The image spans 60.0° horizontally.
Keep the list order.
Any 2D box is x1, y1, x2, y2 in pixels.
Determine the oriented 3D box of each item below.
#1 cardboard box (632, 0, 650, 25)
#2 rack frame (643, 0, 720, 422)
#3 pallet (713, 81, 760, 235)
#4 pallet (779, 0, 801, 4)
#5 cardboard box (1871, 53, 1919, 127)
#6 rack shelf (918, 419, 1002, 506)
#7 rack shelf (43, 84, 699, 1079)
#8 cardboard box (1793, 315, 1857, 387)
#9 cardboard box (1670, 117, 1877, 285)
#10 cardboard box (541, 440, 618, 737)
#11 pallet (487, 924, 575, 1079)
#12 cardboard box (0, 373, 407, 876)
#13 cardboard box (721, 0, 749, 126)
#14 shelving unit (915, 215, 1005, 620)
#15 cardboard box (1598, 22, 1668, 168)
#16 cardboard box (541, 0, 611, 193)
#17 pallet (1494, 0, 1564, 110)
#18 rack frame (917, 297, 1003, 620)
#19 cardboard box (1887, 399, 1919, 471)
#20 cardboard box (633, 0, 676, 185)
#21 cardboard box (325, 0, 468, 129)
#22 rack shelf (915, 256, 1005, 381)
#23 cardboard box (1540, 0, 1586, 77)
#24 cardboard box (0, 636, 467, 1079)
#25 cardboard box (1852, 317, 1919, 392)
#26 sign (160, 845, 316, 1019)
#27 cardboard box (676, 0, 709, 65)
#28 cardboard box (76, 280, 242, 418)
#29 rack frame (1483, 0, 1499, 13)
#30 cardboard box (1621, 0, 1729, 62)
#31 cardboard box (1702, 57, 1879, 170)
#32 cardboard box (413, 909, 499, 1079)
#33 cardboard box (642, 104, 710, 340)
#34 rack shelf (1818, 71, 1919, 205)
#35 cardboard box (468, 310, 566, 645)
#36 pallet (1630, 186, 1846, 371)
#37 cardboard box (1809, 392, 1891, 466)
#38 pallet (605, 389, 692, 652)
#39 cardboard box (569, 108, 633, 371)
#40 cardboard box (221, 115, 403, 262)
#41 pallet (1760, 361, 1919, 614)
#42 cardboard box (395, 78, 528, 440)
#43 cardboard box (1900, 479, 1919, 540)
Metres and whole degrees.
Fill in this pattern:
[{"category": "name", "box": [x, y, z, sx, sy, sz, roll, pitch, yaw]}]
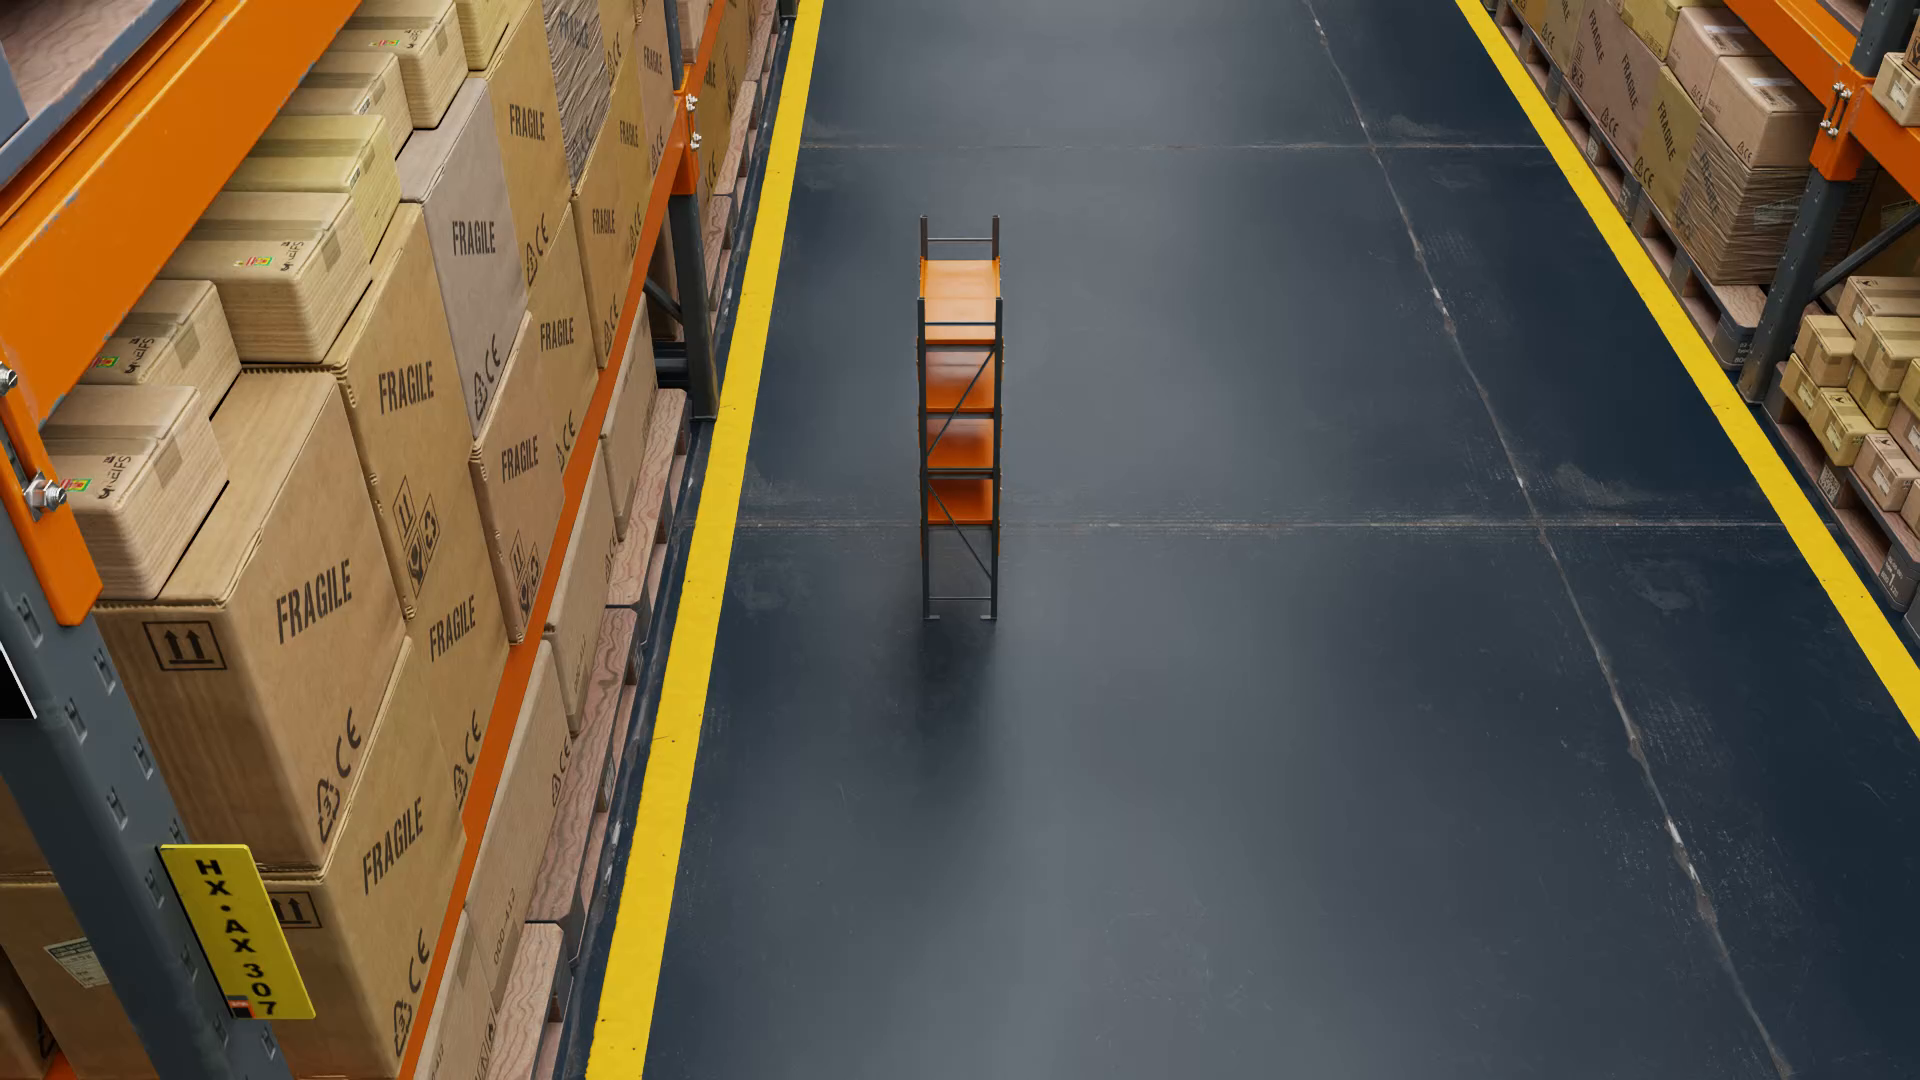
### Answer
[{"category": "cardboard box", "box": [-1.147, -1.794, 4.710, 0.500, 0.500, 0.500, 0, 39, 0]}, {"category": "rack frame", "box": [-1.424, -1.659, 5.422, 1.000, 3.000, 0.127, 0, 39, 0]}, {"category": "pallet", "box": [-1.505, -1.818, 7.850, 1.003, 0.211, 1.213, 0, 39, 0]}, {"category": "pallet", "box": [-1.428, -3.561, 10.025, 1.003, 0.211, 1.213, 0, 39, 0]}, {"category": "cardboard box", "box": [3.199, -1.451, 5.362, 0.380, 0.149, 0.250, 1, 39, 2]}, {"category": "rack shelf", "box": [0.000, -0.312, 5.288, 0.258, 0.148, 0.480, 0, 39, 0]}, {"category": "rack shelf", "box": [-1.422, -0.128, 4.086, 1.077, 0.370, 4.000, 0, 39, 0]}, {"category": "cardboard box", "box": [3.206, -0.667, 5.889, 0.380, 0.149, 0.250, 2, 39, 2]}, {"category": "cardboard box", "box": [3.273, -1.377, 6.733, 0.500, 0.500, 0.500, -1, 39, -1]}, {"category": "cardboard box", "box": [-1.529, 0.129, 4.903, 0.875, 0.438, 0.875, -1, 39, -1]}, {"category": "pallet", "box": [-1.499, 1.430, 3.796, 1.003, 0.211, 1.213, 0, 39, 0]}, {"category": "cardboard box", "box": [-1.135, 0.113, 2.331, 0.500, 0.500, 0.500, -1, 39, -1]}, {"category": "cardboard box", "box": [-1.514, -2.506, 7.841, 0.875, 0.875, 0.875, 0, 39, 1]}, {"category": "shelving unit", "box": [0.000, -0.365, 5.246, 0.258, 1.200, 0.503, 0, 39, 0]}, {"category": "cardboard box", "box": [3.277, -2.019, 7.533, 0.500, 0.500, 0.500, -1, 39, -1]}, {"category": "cardboard box", "box": [-1.145, -1.158, 3.917, 0.500, 0.500, 0.500, 0, 39, 1]}, {"category": "pallet", "box": [3.521, -2.651, 8.889, 1.003, 0.211, 1.213, 0, 39, 0]}, {"category": "rack frame", "box": [0.000, -0.212, 5.055, 0.240, 1.200, 0.015, 0, 39, 0]}, {"category": "cardboard box", "box": [3.333, -0.356, 5.502, 0.380, 0.149, 0.250, 0, 39, 0]}, {"category": "cardboard box", "box": [-1.168, -1.408, 5.029, 0.500, 0.500, 0.500, 0, 39, 0]}, {"category": "cardboard box", "box": [-1.130, -0.874, 3.043, 0.380, 0.149, 0.250, 0, 39, 0]}, {"category": "rack shelf", "box": [0.000, -0.671, 5.000, 0.258, 0.148, 0.480, 0, 39, 0]}, {"category": "cardboard box", "box": [3.271, -2.659, 8.332, 0.500, 0.500, 0.500, 0, 39, 0]}, {"category": "cardboard box", "box": [-1.133, 0.503, 2.644, 0.500, 0.500, 0.500, 0, 39, 0]}, {"category": "cardboard box", "box": [3.260, -0.622, 5.595, 0.380, 0.149, 0.250, 2, 39, 2]}, {"category": "sign", "box": [-0.865, 0.477, 2.001, 0.100, 0.325, 0.005, 0, 39, 0]}, {"category": "cardboard box", "box": [-1.161, -1.876, 5.812, 0.500, 0.250, 0.500, -1, 39, -1]}, {"category": "cardboard box", "box": [-1.215, -0.226, 2.235, 0.380, 0.149, 0.250, 1, 39, 1]}, {"category": "rack frame", "box": [3.521, -4.227, 8.627, 1.000, 3.000, 0.127, 0, 39, 0]}, {"category": "cardboard box", "box": [3.270, -2.325, 7.316, 0.500, 0.250, 0.500, -2, 39, -2]}, {"category": "cardboard box", "box": [3.272, -1.673, 6.502, 0.500, 0.250, 0.500, -1, 39, -1]}, {"category": "cardboard box", "box": [-1.520, 1.265, 3.485, 0.875, 0.438, 0.875, -1, 39, -2]}, {"category": "cardboard box", "box": [-1.505, -1.382, 6.439, 0.875, 0.875, 0.875, 1, 39, 1]}, {"category": "rack shelf", "box": [3.528, -0.195, 4.169, 1.077, 0.370, 4.000, 0, 39, 0]}, {"category": "cardboard box", "box": [-1.144, -0.132, 3.436, 0.500, 0.500, 0.500, 0, 39, 0]}, {"category": "pallet", "box": [3.523, -1.125, 6.985, 1.003, 0.211, 1.213, 0, 39, 0]}, {"category": "cardboard box", "box": [3.205, -0.383, 5.773, 0.380, 0.149, 0.250, 1, 39, 1]}, {"category": "pallet", "box": [-1.501, -0.096, 5.700, 1.003, 0.211, 1.213, 0, 39, 0]}, {"category": "cardboard box", "box": [-1.147, -0.772, 4.235, 0.500, 0.500, 0.500, -1, 39, -1]}, {"category": "cardboard box", "box": [-1.119, -0.553, 2.644, 0.380, 0.149, 0.250, -1, 39, -2]}, {"category": "pallet", "box": [3.562, -0.218, 5.853, 1.003, 0.211, 1.213, 0, 39, 0]}, {"category": "cardboard box", "box": [-1.151, -0.532, 3.136, 0.500, 0.500, 0.500, 0, 39, 0]}, {"category": "cardboard box", "box": [3.308, -0.069, 5.381, 0.380, 0.149, 0.250, -1, 39, -1]}]
